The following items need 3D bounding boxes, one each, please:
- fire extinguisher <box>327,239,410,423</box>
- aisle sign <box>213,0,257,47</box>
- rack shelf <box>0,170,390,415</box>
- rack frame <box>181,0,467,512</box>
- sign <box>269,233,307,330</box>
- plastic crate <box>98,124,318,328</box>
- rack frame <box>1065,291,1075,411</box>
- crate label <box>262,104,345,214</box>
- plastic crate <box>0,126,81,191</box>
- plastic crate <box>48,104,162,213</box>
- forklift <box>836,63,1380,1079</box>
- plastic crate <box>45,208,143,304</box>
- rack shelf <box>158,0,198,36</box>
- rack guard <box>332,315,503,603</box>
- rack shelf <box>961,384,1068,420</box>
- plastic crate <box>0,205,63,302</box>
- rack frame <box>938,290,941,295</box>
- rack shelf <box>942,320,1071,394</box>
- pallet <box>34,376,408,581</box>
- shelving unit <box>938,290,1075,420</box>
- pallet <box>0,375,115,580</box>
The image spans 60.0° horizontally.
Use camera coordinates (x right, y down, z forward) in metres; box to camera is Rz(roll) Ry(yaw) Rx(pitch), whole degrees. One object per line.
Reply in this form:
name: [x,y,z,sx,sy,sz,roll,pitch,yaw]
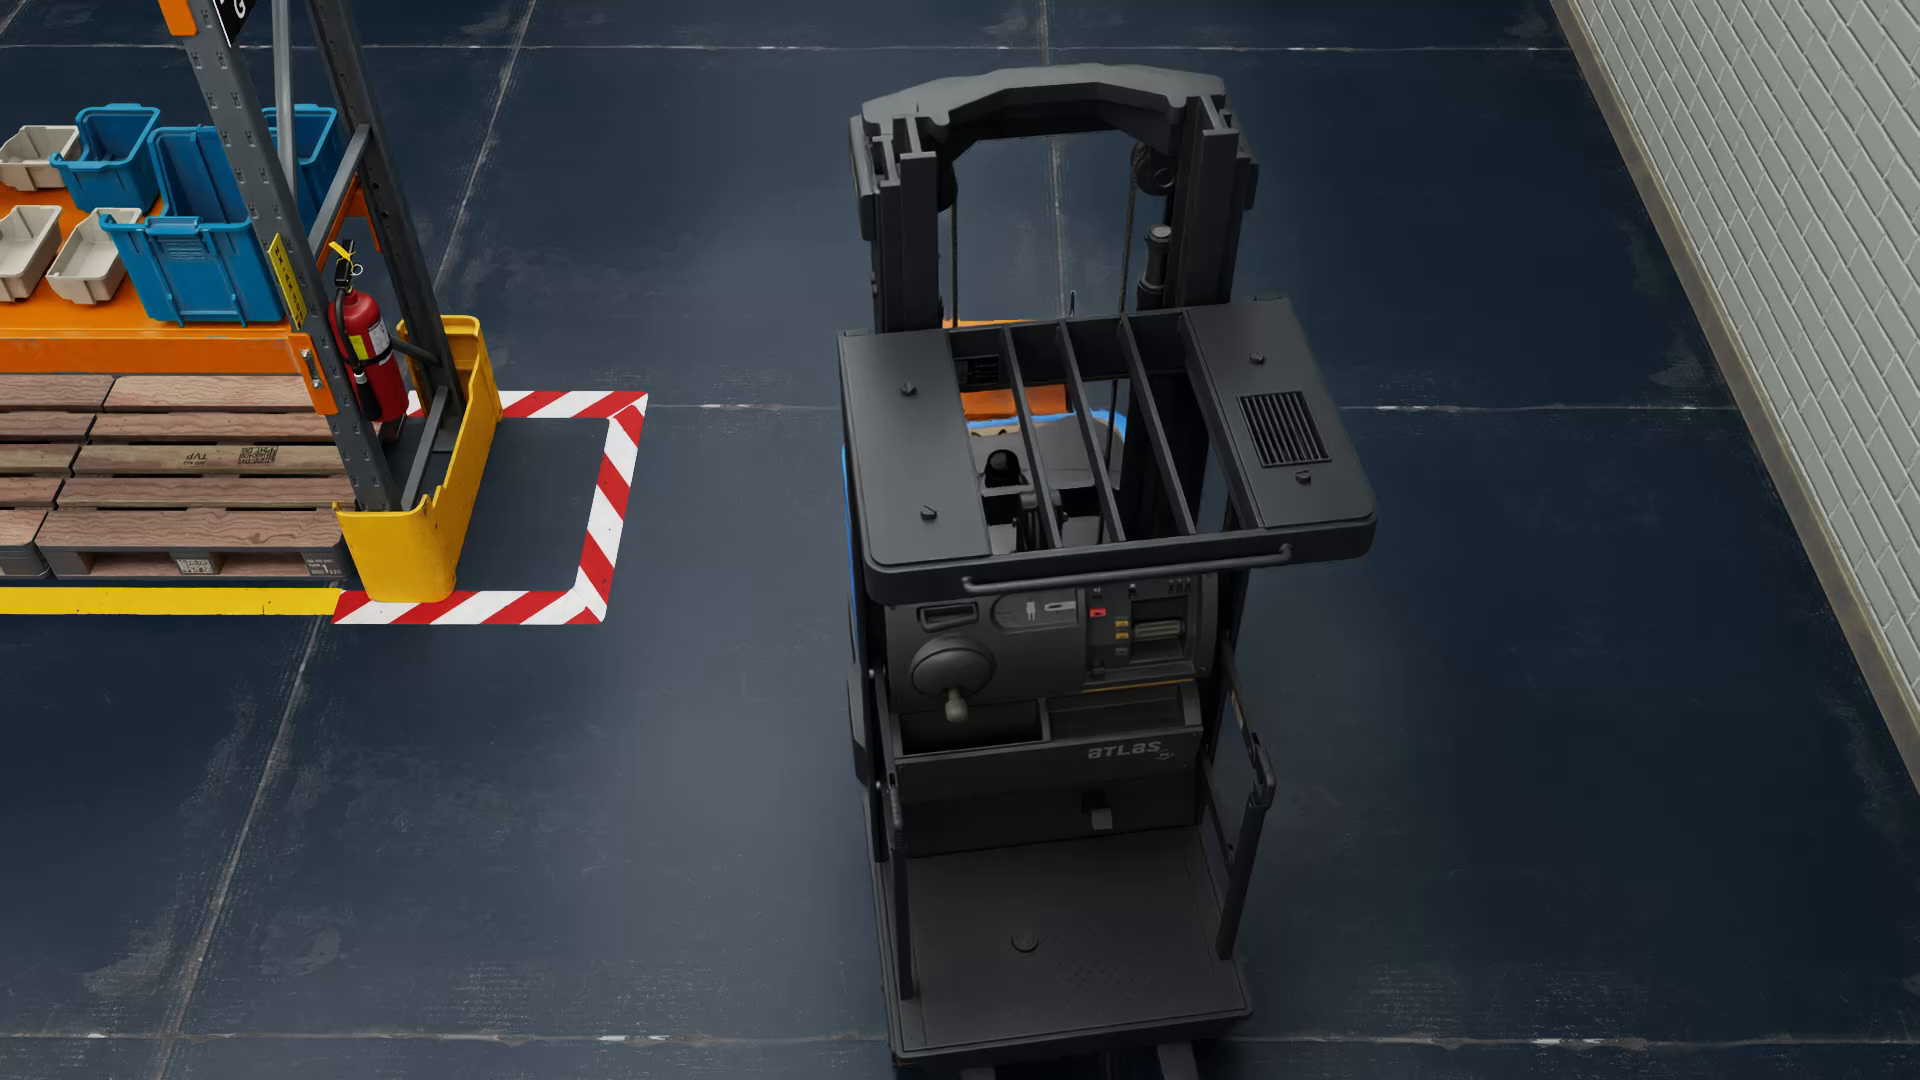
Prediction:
fire extinguisher: [-2.069,-0.706,5.746,0.183,0.674,0.296,0,47,0]
aisle sign: [-2.147,-1.864,4.740,0.004,0.787,0.394,0,47,0]
rack shelf: [-4.218,-0.953,6.160,4.000,0.370,1.077,0,47,0]
rack frame: [-2.218,-1.193,5.892,0.127,3.000,1.000,0,47,0]
sign: [-2.204,-0.846,5.457,0.005,0.325,0.100,0,47,0]
plastic crate: [-2.553,-1.089,5.730,0.499,0.435,0.616,0,47,0]
rack frame: [0.410,-0.408,6.391,0.015,1.200,0.240,0,47,0]
crate label: [-2.464,-1.398,6.156,0.303,0.233,0.416,0,47,0]
plastic crate: [-3.462,-1.428,6.250,0.298,0.136,0.250,0,47,0]
plastic crate: [-3.122,-1.399,6.158,0.300,0.233,0.416,0,47,0]
forklift: [0.288,0.380,4.474,1.130,2.935,3.031,-6,47,-5]
plastic crate: [-3.034,-0.993,5.845,0.243,0.136,0.396,0,47,0]
rack shelf: [-4.218,-1.975,5.062,4.000,0.370,1.077,0,47,0]
rack guard: [-2.194,-0.350,6.815,0.348,0.500,1.175,0,47,0]
rack shelf: [0.166,-0.515,6.277,0.480,0.148,0.258,0,47,0]
plastic crate: [-3.324,-1.004,5.855,0.243,0.136,0.396,0,47,0]
rack frame: [-0.078,-0.409,6.392,0.015,1.200,0.240,0,47,0]
rack shelf: [0.166,-0.676,6.104,0.480,0.148,0.258,0,47,0]
pallet: [-3.042,-0.273,6.941,1.213,0.211,1.003,0,47,0]
shelving unit: [0.166,-0.408,6.391,0.503,1.200,0.258,0,47,0]
pallet: [-4.259,-0.279,6.946,1.213,0.211,1.003,0,47,0]
